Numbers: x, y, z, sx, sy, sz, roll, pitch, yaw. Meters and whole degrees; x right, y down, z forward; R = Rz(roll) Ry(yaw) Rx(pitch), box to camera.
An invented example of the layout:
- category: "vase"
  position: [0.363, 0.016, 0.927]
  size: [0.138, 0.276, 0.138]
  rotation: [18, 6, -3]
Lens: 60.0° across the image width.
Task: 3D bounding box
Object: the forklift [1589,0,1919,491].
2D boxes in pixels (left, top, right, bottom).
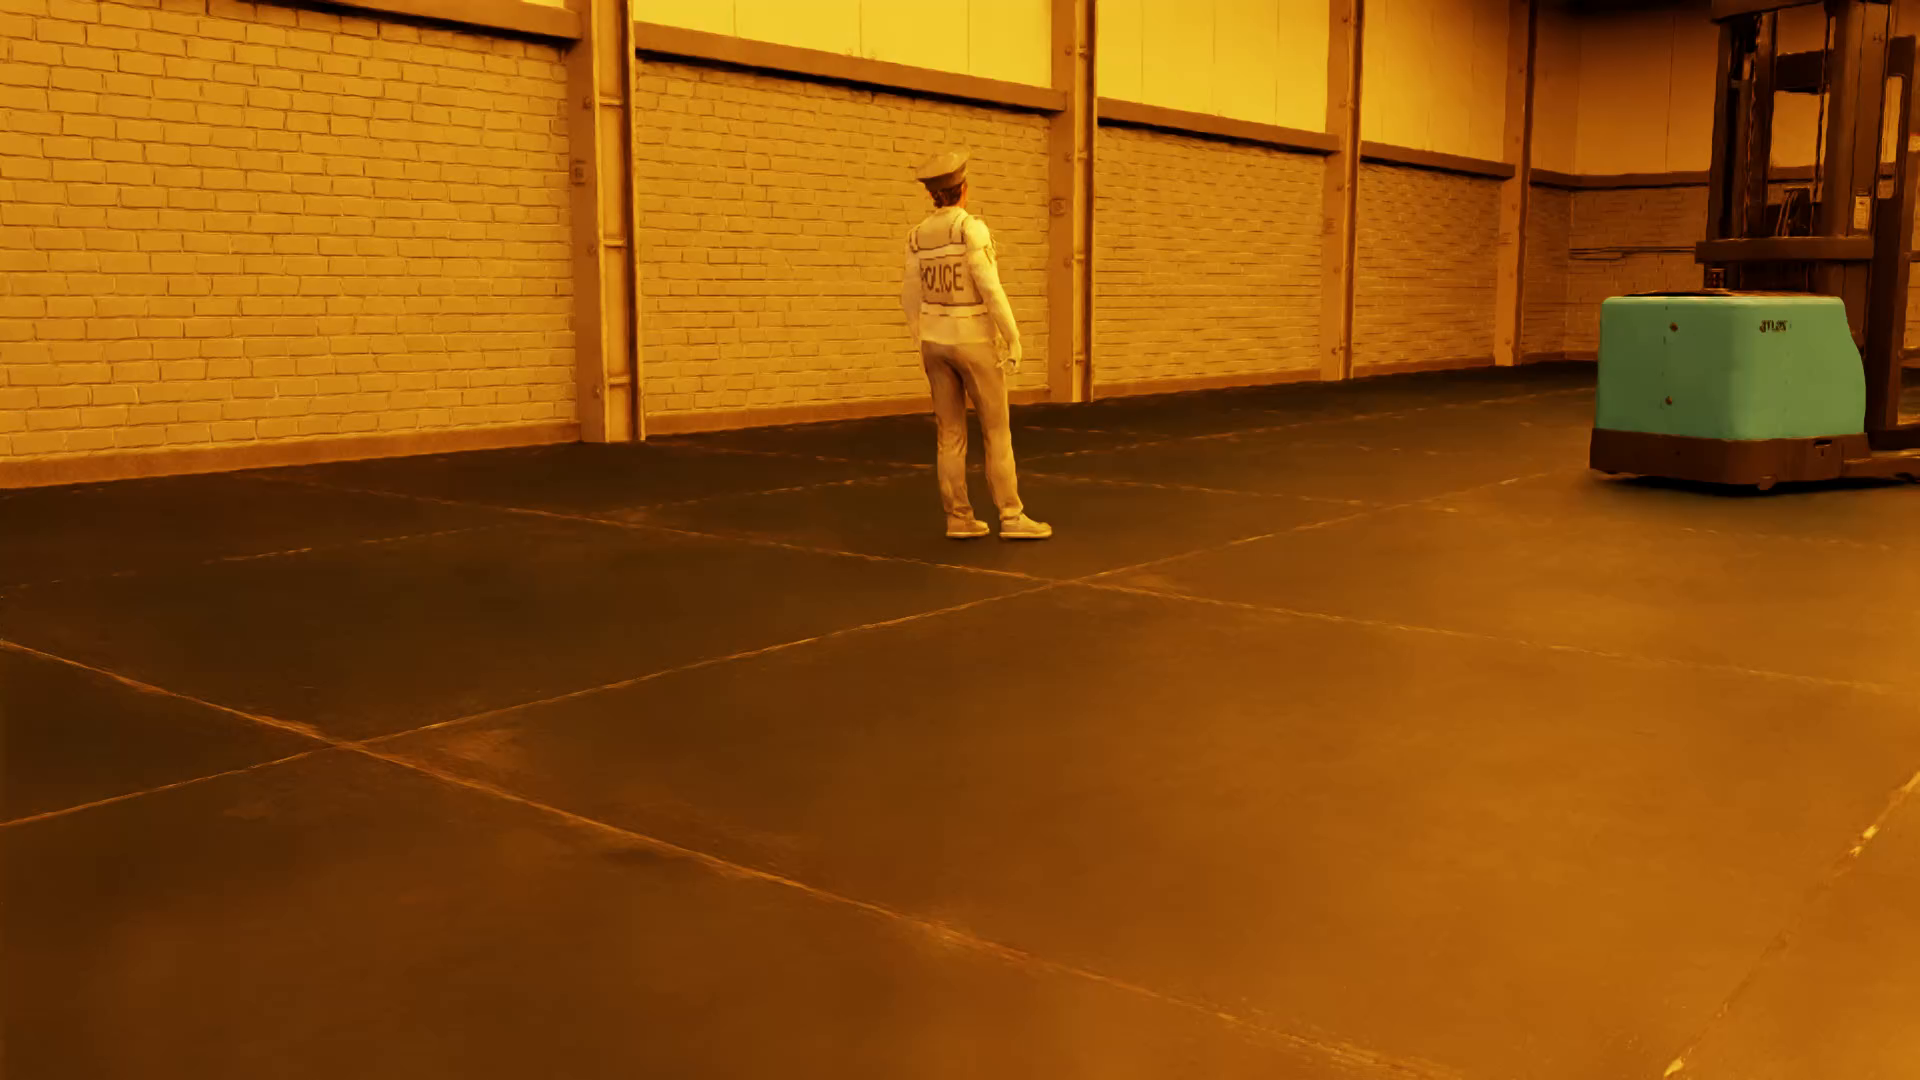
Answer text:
- category: "forklift"
  position: [5.256, -1.841, 9.860]
  size: [3.031, 2.935, 1.130]
  rotation: [-4, 9, -27]

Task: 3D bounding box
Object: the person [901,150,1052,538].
- category: "person"
  position: [0.048, -0.853, 7.329]
  size: [0.586, 1.695, 0.532]
  rotation: [7, 11, 38]
